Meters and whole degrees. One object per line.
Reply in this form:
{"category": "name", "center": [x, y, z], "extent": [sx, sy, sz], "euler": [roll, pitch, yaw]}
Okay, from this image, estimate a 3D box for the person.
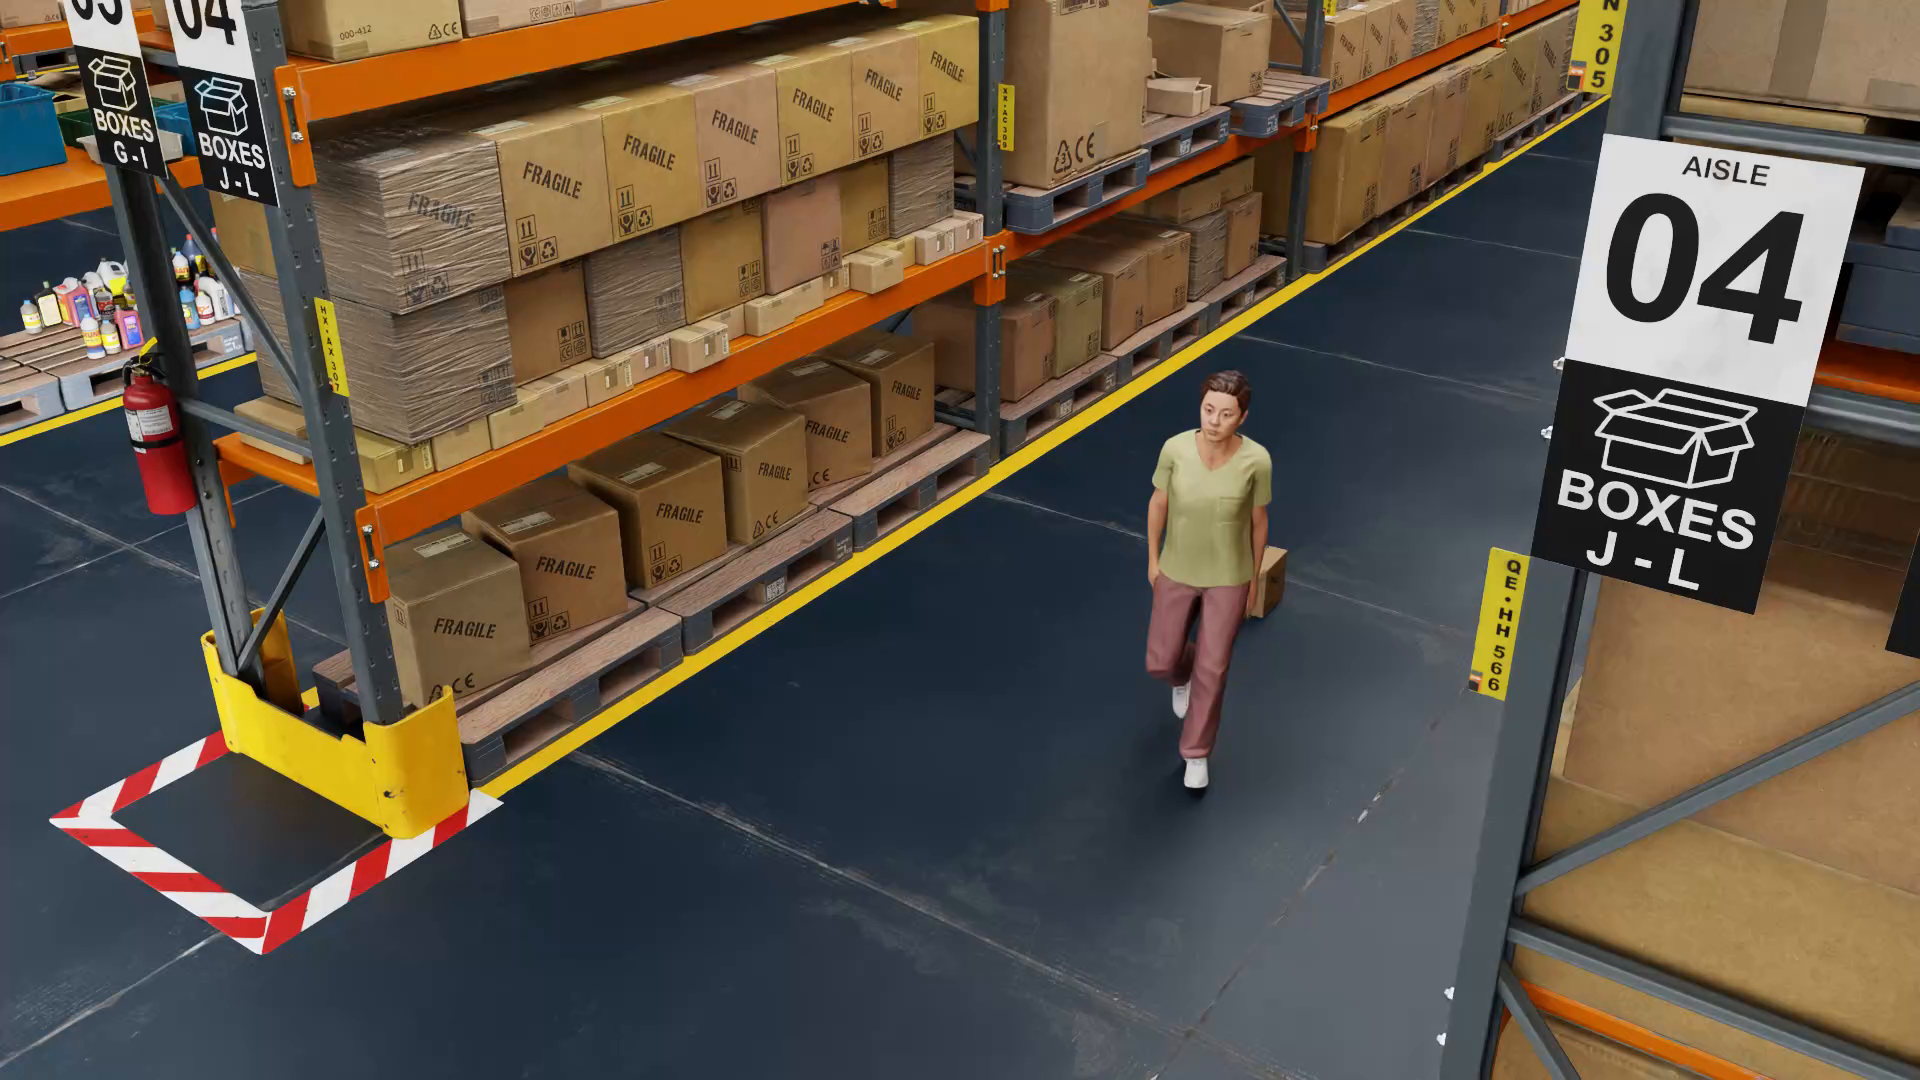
{"category": "person", "center": [0.939, 0.106, 6.368], "extent": [0.455, 1.657, 0.632], "euler": [7, 28, 13]}
